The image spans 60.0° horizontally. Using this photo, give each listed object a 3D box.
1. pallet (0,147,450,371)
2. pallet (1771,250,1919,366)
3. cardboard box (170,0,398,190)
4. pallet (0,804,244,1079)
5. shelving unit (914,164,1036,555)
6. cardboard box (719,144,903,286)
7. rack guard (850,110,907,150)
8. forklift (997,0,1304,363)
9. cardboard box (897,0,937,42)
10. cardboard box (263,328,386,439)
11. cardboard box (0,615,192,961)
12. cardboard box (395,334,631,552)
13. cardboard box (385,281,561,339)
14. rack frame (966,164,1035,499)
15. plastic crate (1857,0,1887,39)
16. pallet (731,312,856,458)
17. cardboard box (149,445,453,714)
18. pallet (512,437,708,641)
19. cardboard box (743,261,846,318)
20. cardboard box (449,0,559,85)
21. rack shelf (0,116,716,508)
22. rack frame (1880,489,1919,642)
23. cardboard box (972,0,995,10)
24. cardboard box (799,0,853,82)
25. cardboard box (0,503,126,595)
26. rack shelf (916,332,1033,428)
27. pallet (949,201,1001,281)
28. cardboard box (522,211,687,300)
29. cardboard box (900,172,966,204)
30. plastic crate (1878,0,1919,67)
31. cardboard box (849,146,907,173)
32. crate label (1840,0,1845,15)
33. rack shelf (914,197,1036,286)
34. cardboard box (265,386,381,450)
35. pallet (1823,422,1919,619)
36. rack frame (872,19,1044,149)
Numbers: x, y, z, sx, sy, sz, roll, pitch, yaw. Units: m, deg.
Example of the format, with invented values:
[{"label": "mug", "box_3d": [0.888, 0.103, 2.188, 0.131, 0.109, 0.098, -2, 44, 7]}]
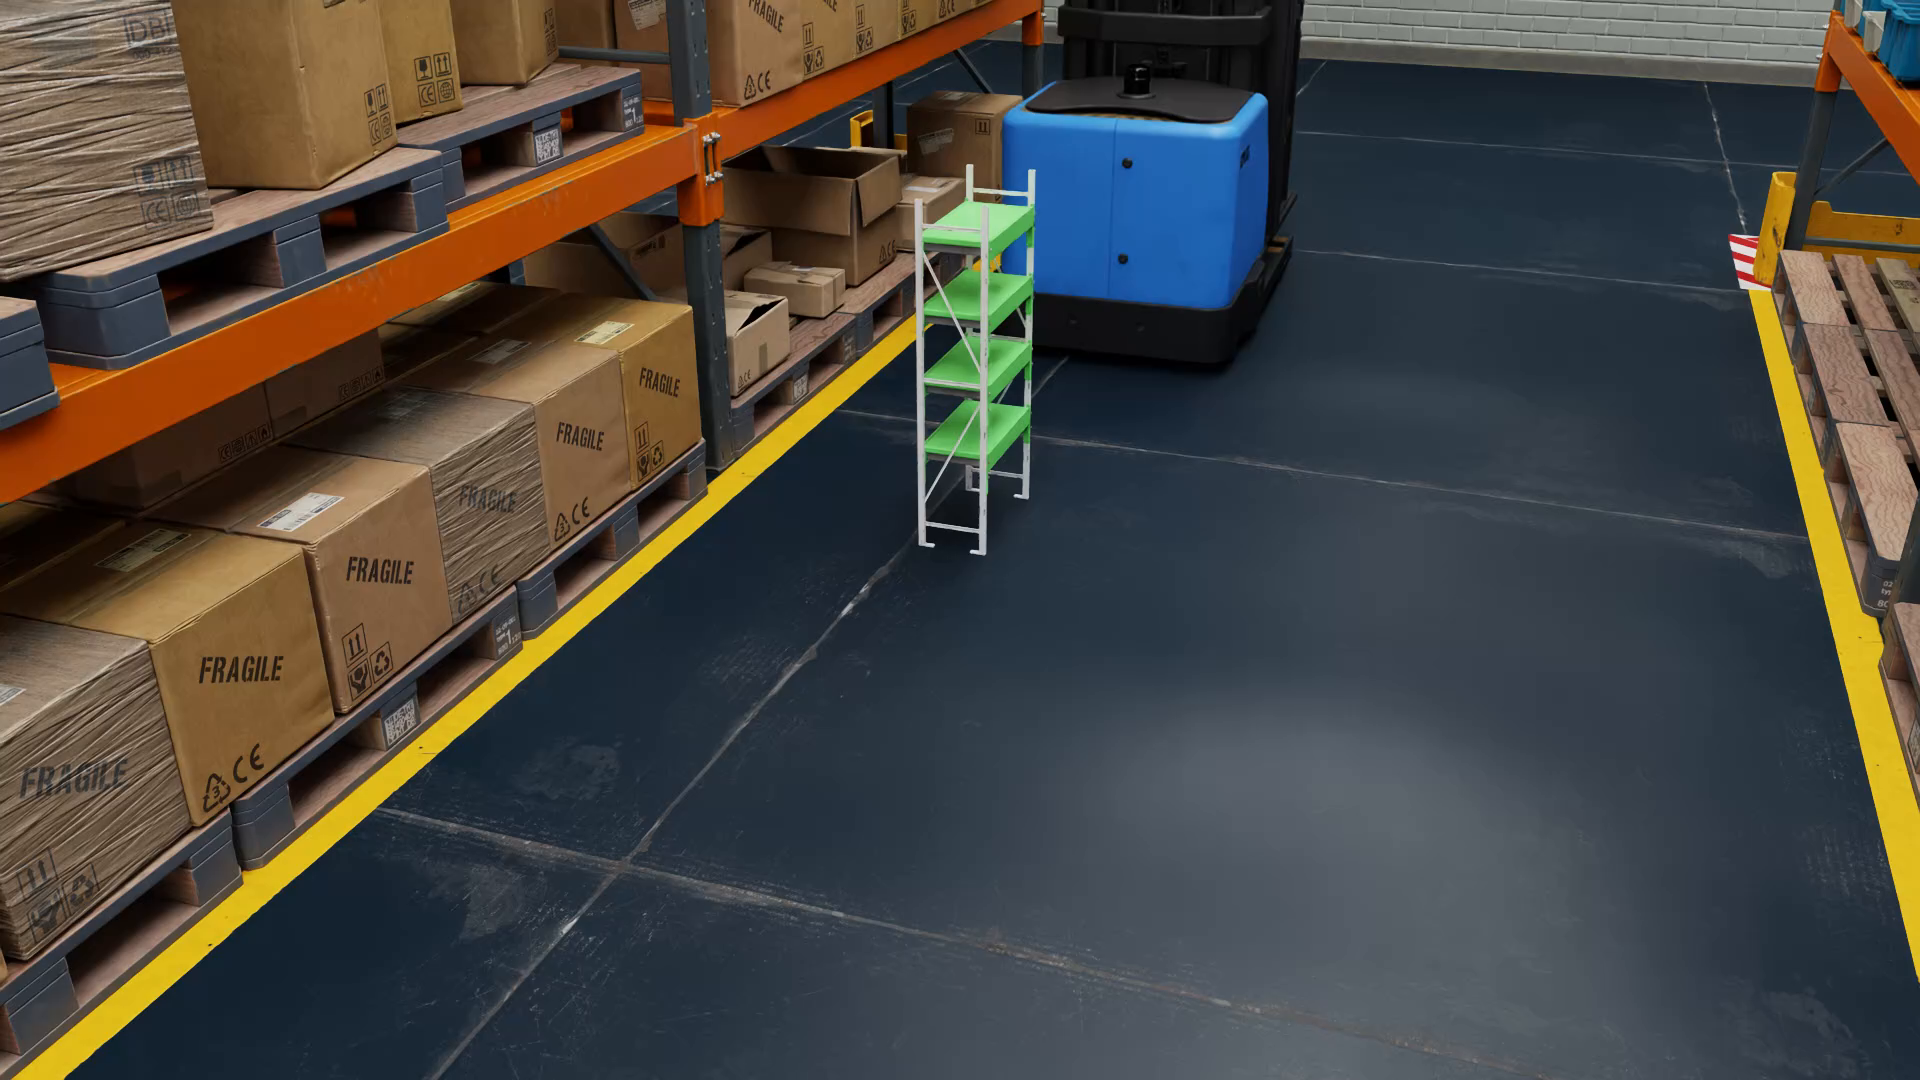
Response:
[{"label": "pallet", "box_3d": [-2.040, -0.765, 4.109, 1.003, 0.211, 1.213, 9, 27, 17]}, {"label": "pallet", "box_3d": [4.338, -1.031, 7.637, 1.003, 0.211, 1.213, 9, 27, 17]}, {"label": "cardboard box", "box_3d": [-1.882, -1.195, 4.178, 0.700, 0.500, 0.500, 2, 26, 4]}, {"label": "pallet", "box_3d": [-2.399, 0.902, 3.645, 1.003, 0.211, 1.213, 9, 27, 17]}, {"label": "shelving unit", "box_3d": [0.055, -0.608, 5.629, 0.258, 1.200, 0.503, 9, 27, 17]}, {"label": "cardboard box", "box_3d": [-0.732, -1.543, 7.854, 0.797, 0.503, 0.637, 9, 27, 17]}, {"label": "rack guard", "box_3d": [-0.046, -2.183, 9.685, 1.175, 0.500, 0.348, 9, 27, 17]}, {"label": "forklift", "box_3d": [1.106, -2.700, 7.963, 1.130, 2.935, 3.031, 8, 27, 16]}, {"label": "cardboard box", "box_3d": [-0.422, -2.536, 7.431, 0.500, 0.500, 0.500, 8, 27, 17]}, {"label": "cardboard box", "box_3d": [-2.075, -0.532, 4.909, 0.500, 0.250, 0.500, 9, 27, 18]}, {"label": "cardboard box", "box_3d": [-2.093, 0.514, 3.610, 0.500, 0.500, 0.500, 8, 27, 16]}, {"label": "cardboard box", "box_3d": [-1.418, -0.322, 5.337, 0.500, 0.500, 0.500, 9, 27, 18]}, {"label": "cardboard box", "box_3d": [-1.743, -0.605, 5.921, 0.500, 0.500, 0.500, 8, 27, 15]}, {"label": "rack frame", "box_3d": [0.136, -0.708, 5.836, 0.240, 1.200, 0.015, 9, 27, 17]}, {"label": "plastic crate", "box_3d": [4.037, -2.247, 7.072, 0.416, 0.233, 0.300, 9, 27, 17]}, {"label": "pallet", "box_3d": [-1.122, -0.722, 7.000, 1.003, 0.211, 1.213, 9, 27, 17]}, {"label": "cardboard box", "box_3d": [-1.753, 0.093, 4.479, 0.500, 0.500, 0.500, 8, 27, 16]}, {"label": "pallet", "box_3d": [-1.587, -0.101, 5.716, 1.003, 0.211, 1.213, 9, 27, 17]}, {"label": "cardboard box", "box_3d": [-0.730, -1.116, 7.360, 0.380, 0.166, 0.250, 9, 27, 17]}, {"label": "cardboard box", "box_3d": [-1.720, -1.767, 5.361, 0.700, 0.500, 0.500, 0, 26, 0]}, {"label": "rack shelf", "box_3d": [-2.017, -0.550, 4.269, 1.077, 0.370, 4.000, 9, 27, 17]}, {"label": "rack frame", "box_3d": [3.318, -0.976, 4.323, 1.000, 3.000, 0.127, 9, 27, 17]}, {"label": "cardboard box", "box_3d": [-0.083, -2.947, 8.280, 0.500, 0.500, 0.500, 9, 27, 18]}, {"label": "cardboard box", "box_3d": [-0.758, -2.121, 6.574, 0.500, 0.500, 0.500, 9, 27, 18]}, {"label": "cardboard box", "box_3d": [-2.421, 0.244, 4.167, 0.500, 0.500, 0.500, 8, 27, 16]}, {"label": "rack shelf", "box_3d": [0.055, -0.551, 5.657, 0.258, 0.148, 0.480, 9, 27, 17]}, {"label": "pallet", "box_3d": [-0.310, -1.725, 9.071, 1.003, 0.211, 1.213, 9, 27, 17]}, {"label": "cardboard box", "box_3d": [-1.430, -1.044, 6.827, 0.500, 0.500, 0.500, 9, 27, 17]}, {"label": "cardboard box", "box_3d": [-0.189, -1.850, 8.874, 0.380, 0.166, 0.250, 9, 27, 17]}, {"label": "plastic crate", "box_3d": [3.818, -1.976, 6.513, 0.416, 0.233, 0.300, 9, 27, 17]}, {"label": "cardboard box", "box_3d": [-0.484, -2.132, 9.478, 0.380, 0.149, 0.250, 9, 27, 17]}, {"label": "crate label", "box_3d": [4.256, -2.517, 7.630, 0.416, 0.233, 0.303, 9, 27, 17]}, {"label": "rack shelf", "box_3d": [0.055, -0.983, 5.448, 0.258, 0.148, 0.480, 9, 27, 17]}, {"label": "cardboard box", "box_3d": [-2.083, -0.180, 5.043, 0.500, 0.500, 0.500, 9, 27, 18]}, {"label": "pallet", "box_3d": [3.526, -0.028, 5.566, 1.003, 0.211, 1.213, 9, 27, 17]}, {"label": "rack frame", "box_3d": [-0.021, -3.339, 9.205, 1.000, 3.000, 0.127, 9, 27, 17]}]
